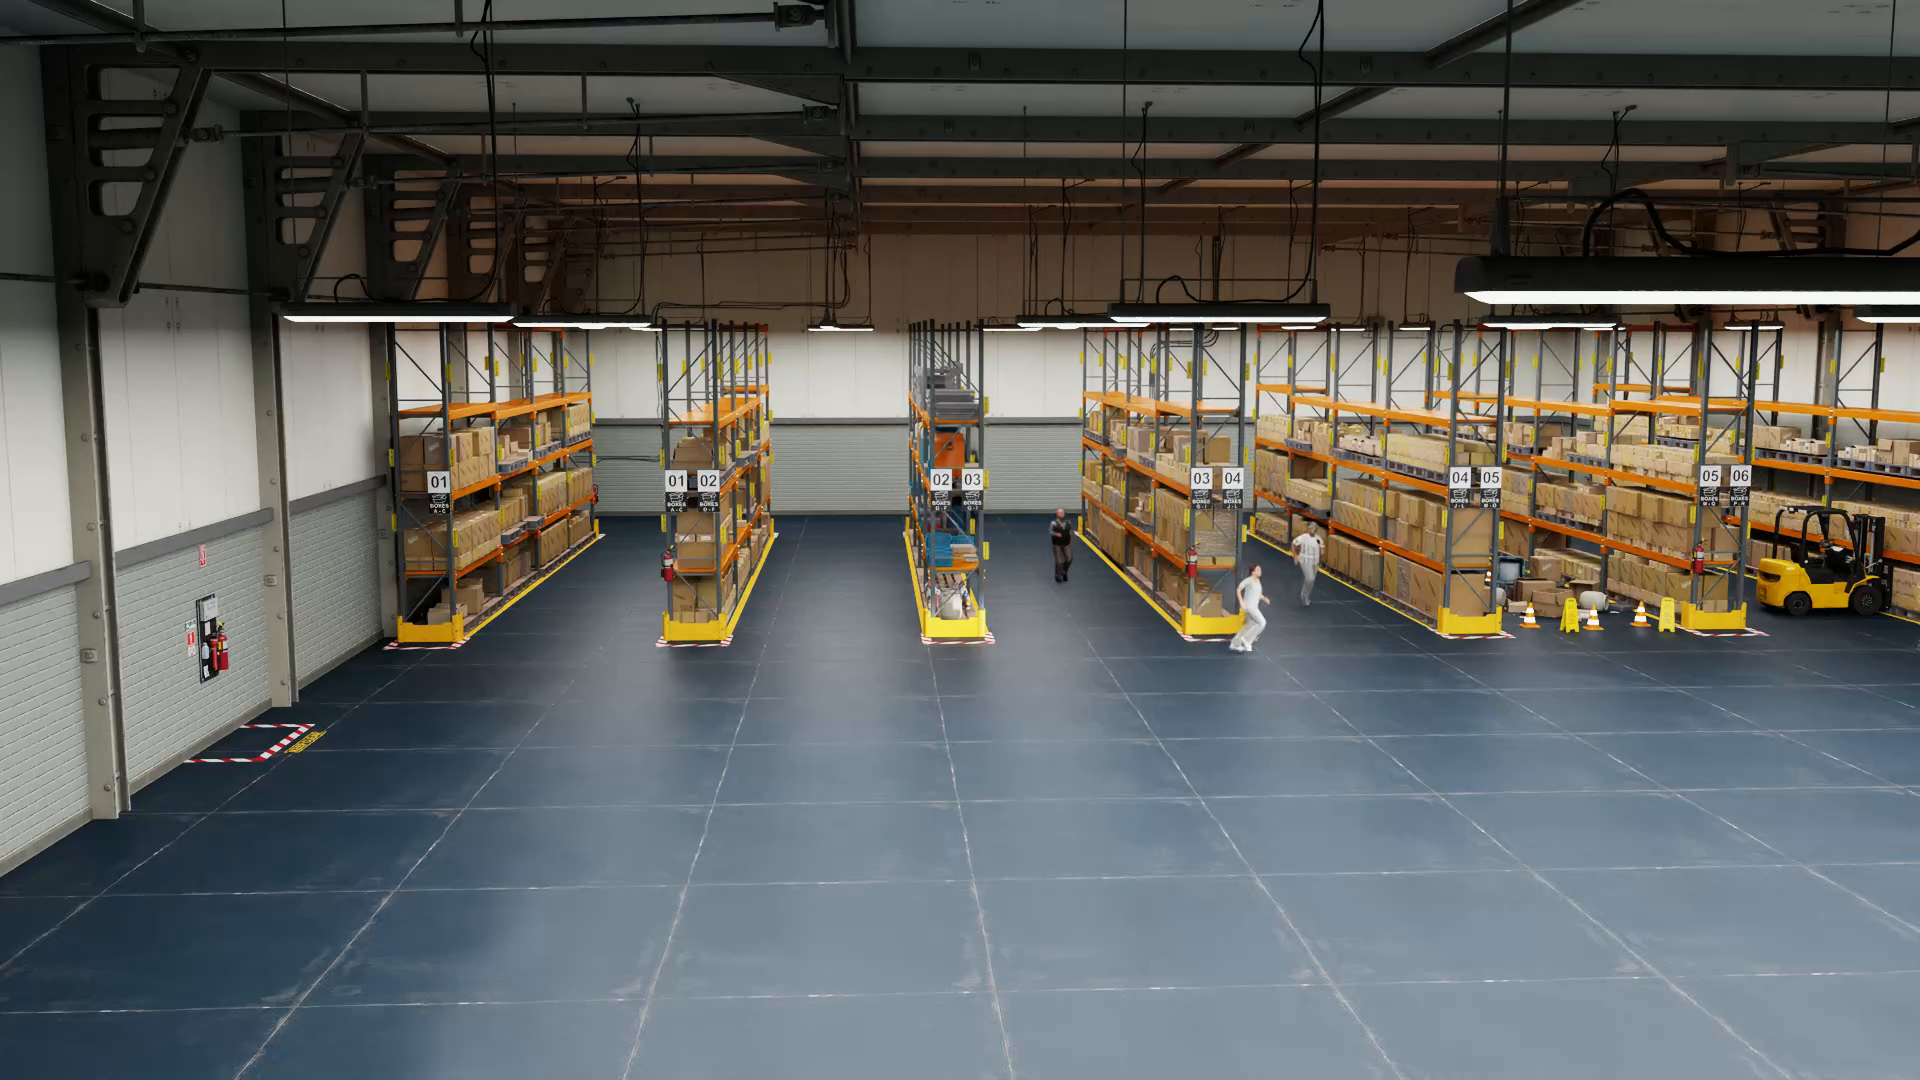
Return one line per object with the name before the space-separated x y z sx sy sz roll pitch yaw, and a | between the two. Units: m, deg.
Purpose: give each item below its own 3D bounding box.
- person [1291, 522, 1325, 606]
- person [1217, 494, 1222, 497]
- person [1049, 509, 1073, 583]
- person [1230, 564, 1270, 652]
person | 7.425 0.510 35.242 0.627 1.815 0.814 -3 8 -20
person | 7.245 -0.709 46.568 0.511 1.398 0.847 0 7 3
person | 2.369 0.140 38.409 0.642 1.717 0.645 -2 7 -14
person | 5.230 1.212 29.954 0.736 1.600 0.488 4 8 30
